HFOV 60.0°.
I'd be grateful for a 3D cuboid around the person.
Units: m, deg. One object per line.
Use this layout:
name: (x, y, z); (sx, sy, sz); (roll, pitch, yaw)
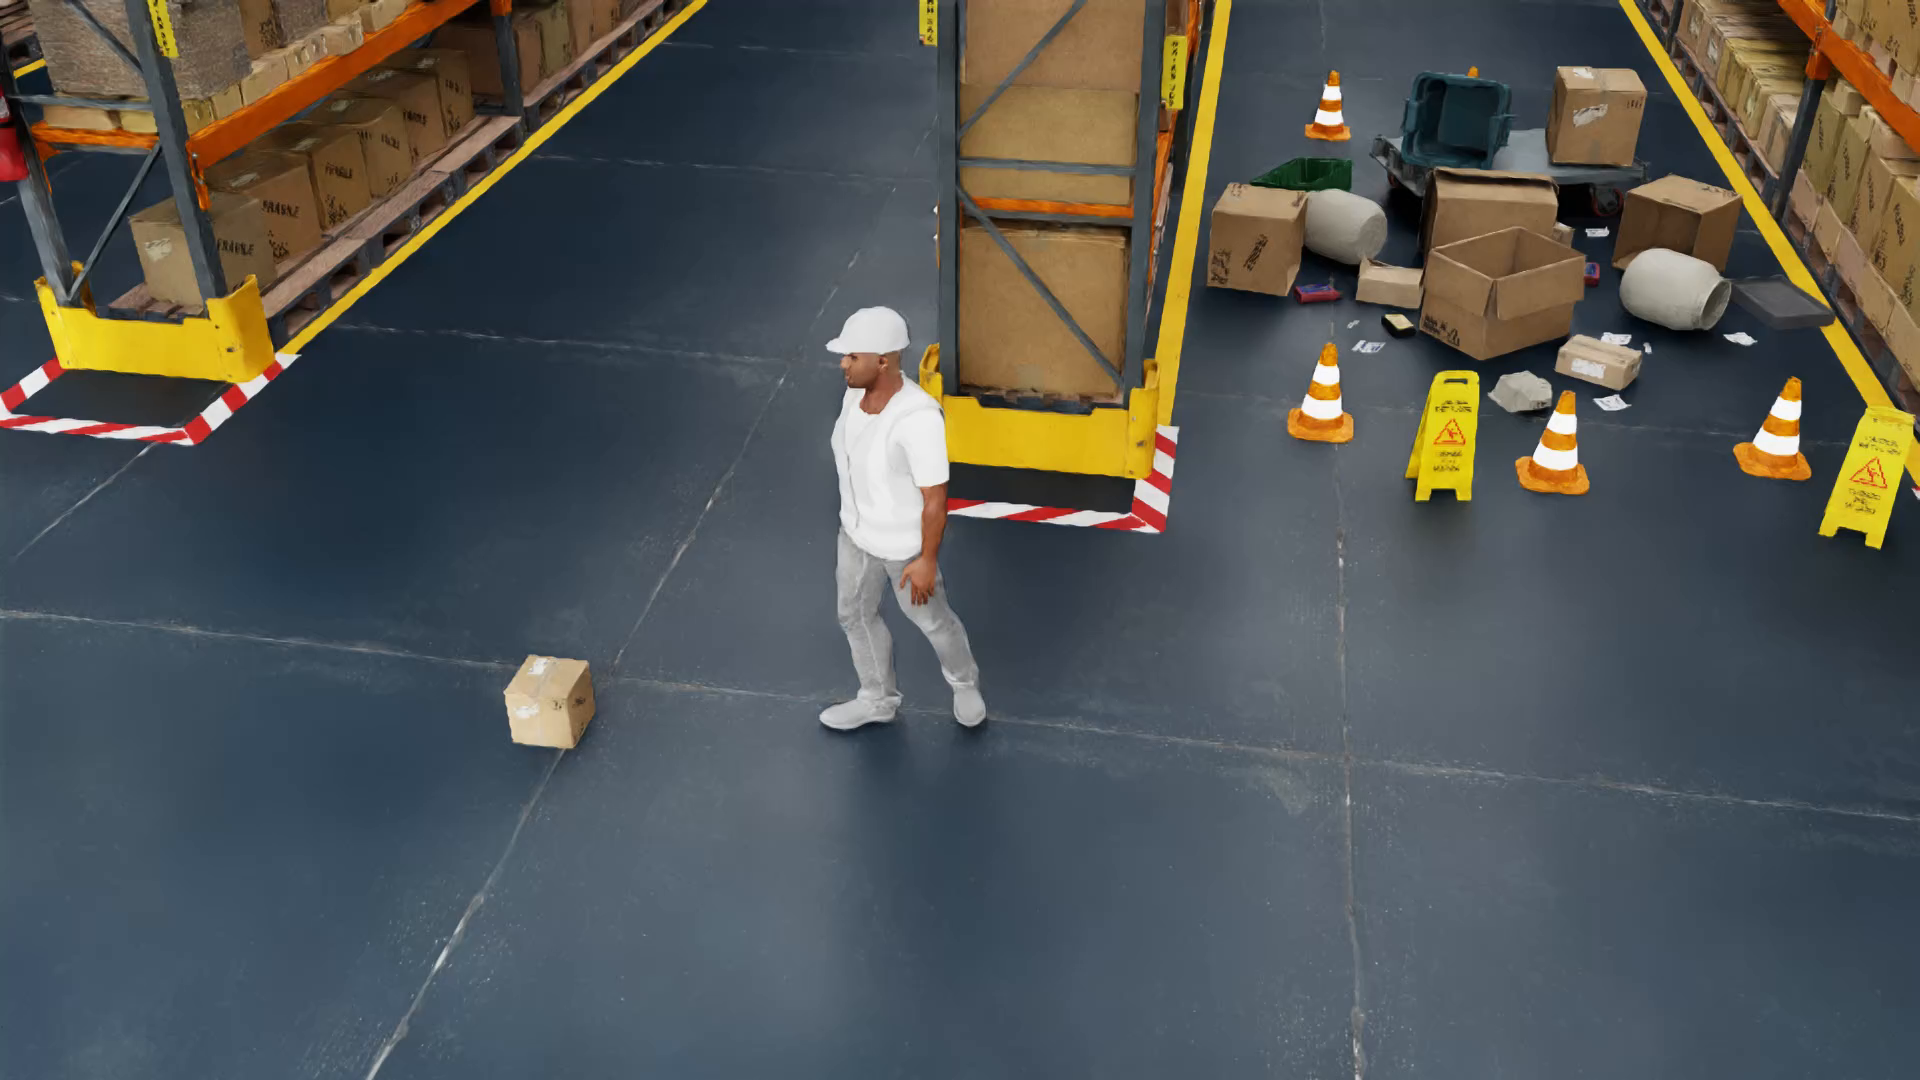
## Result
person: (-0.230, -0.058, 6.213); (0.630, 1.754, 0.655); (-23, 39, -32)
